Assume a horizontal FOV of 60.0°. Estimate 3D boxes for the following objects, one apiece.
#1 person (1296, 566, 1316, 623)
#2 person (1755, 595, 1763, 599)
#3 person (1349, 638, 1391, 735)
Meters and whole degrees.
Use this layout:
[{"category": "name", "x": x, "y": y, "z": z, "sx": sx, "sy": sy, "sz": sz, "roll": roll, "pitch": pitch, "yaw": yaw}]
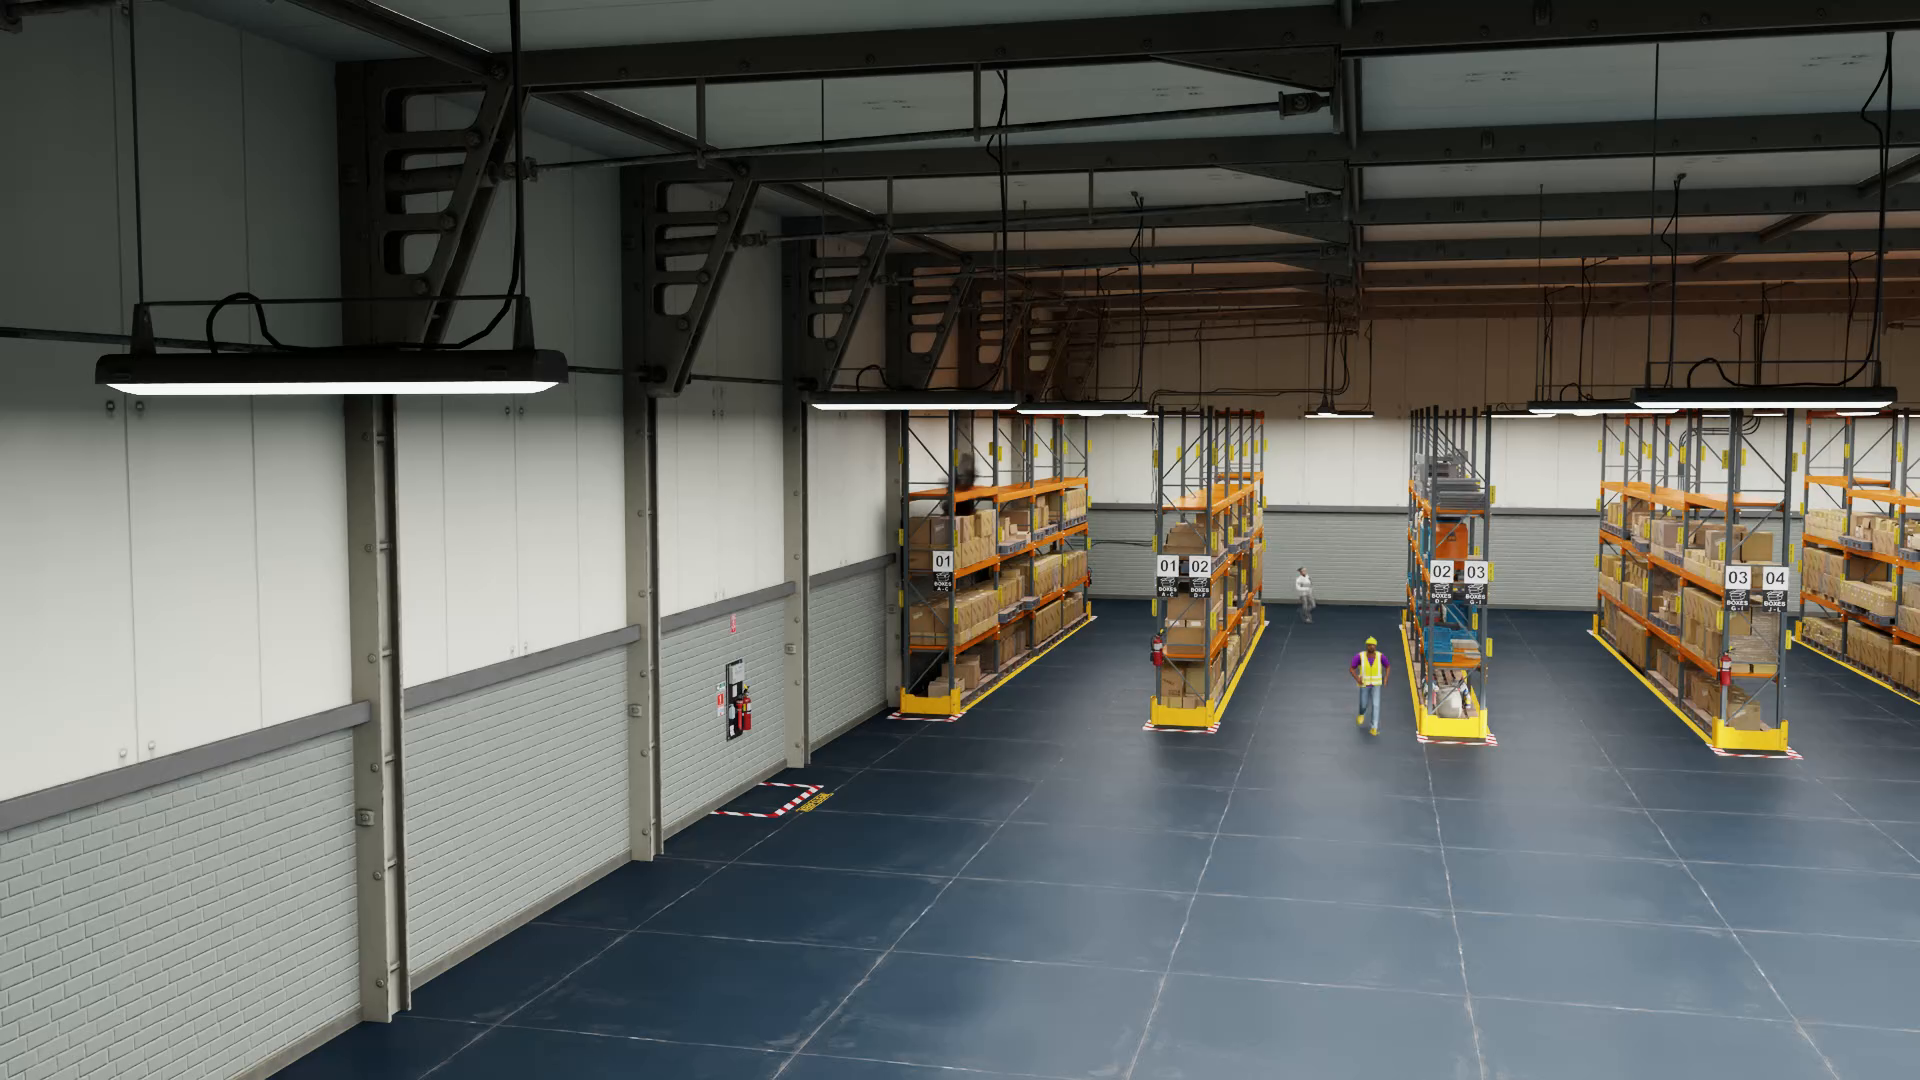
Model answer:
[{"category": "person", "x": 9.709, "y": 1.546, "z": 46.857, "sx": 0.658, "sy": 1.648, "sz": 0.598, "roll": -2, "pitch": 5, "yaw": -27}, {"category": "person", "x": 20.480, "y": 1.736, "z": 42.968, "sx": 0.699, "sy": 1.717, "sz": 1.019, "roll": 2, "pitch": 5, "yaw": 31}, {"category": "person", "x": 7.551, "y": 2.671, "z": 30.622, "sx": 0.751, "sy": 1.775, "sz": 0.773, "roll": 0, "pitch": 4, "yaw": 6}]
